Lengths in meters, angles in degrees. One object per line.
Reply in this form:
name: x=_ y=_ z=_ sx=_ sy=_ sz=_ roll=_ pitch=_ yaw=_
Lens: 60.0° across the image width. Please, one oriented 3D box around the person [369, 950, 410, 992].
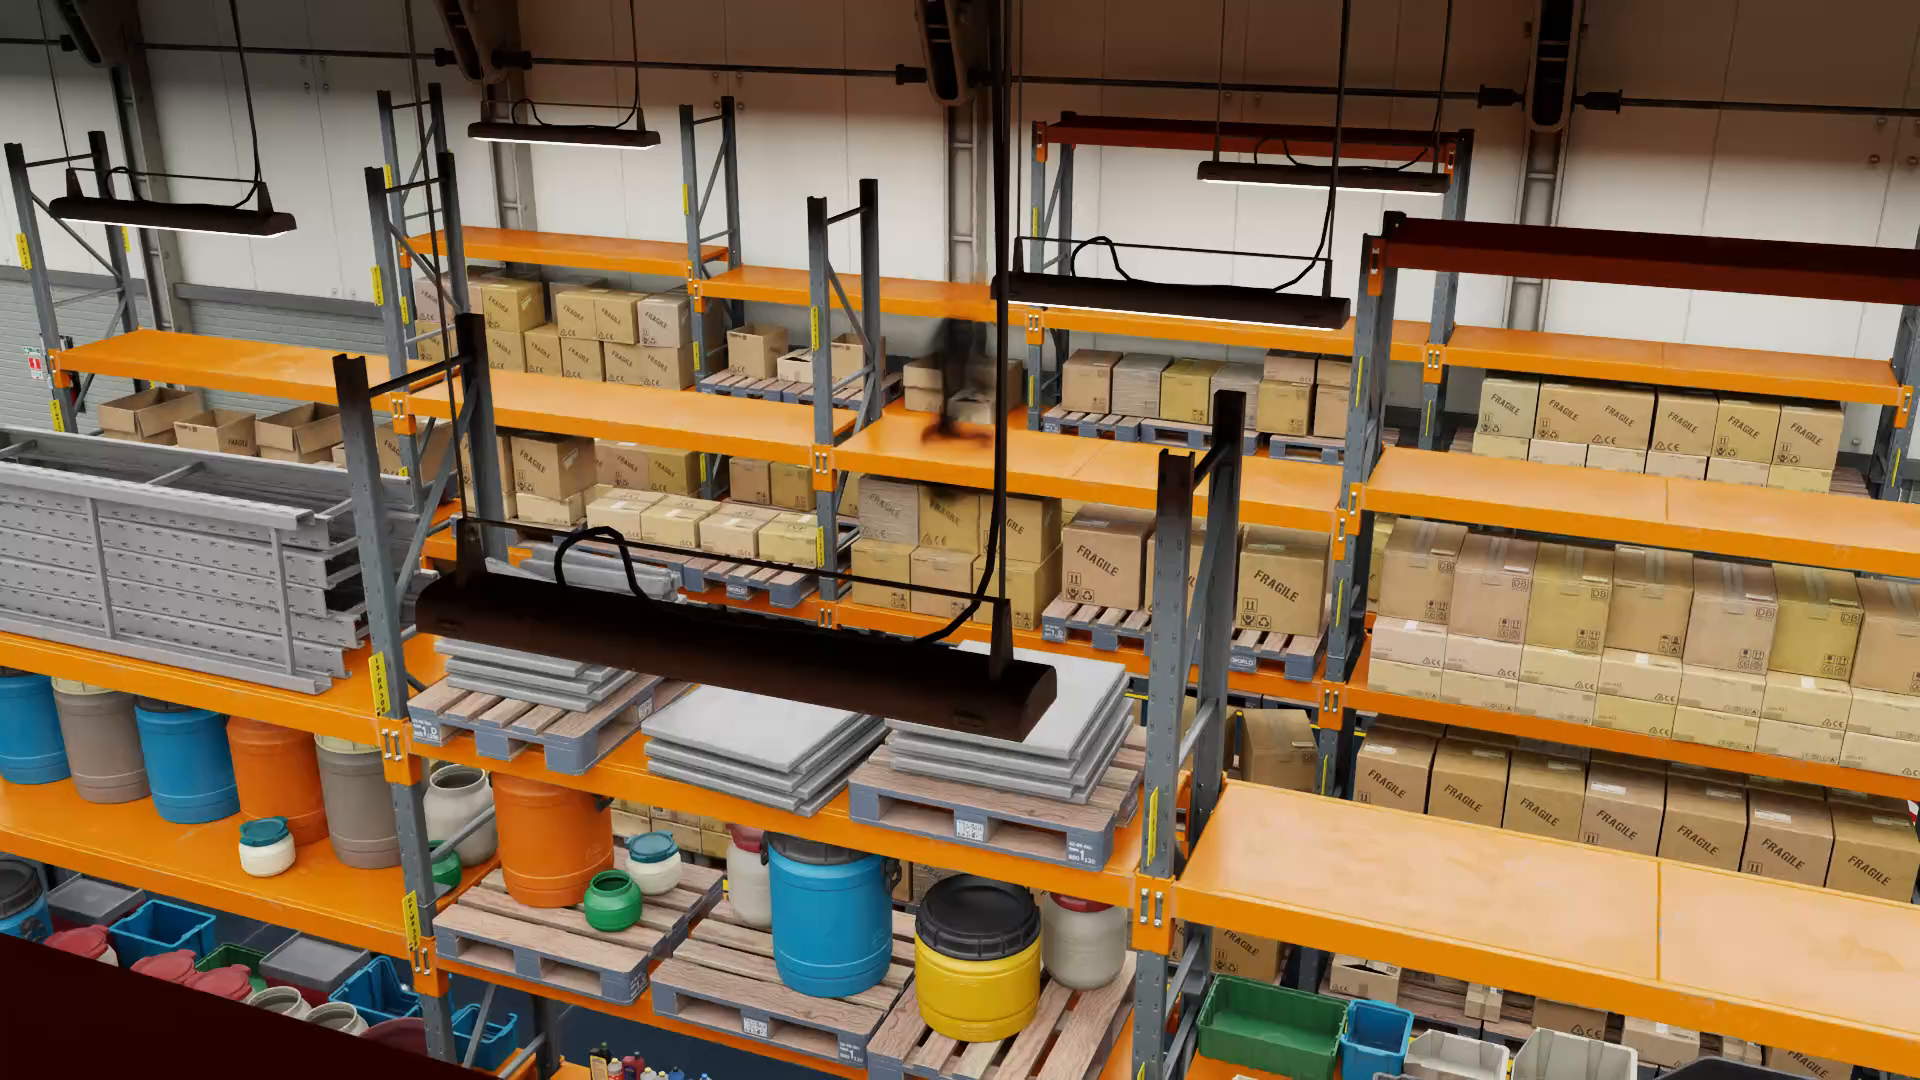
person: x=-4.403 y=3.036 z=12.438 sx=0.646 sy=1.457 sz=0.577 roll=10 pitch=23 yaw=24
